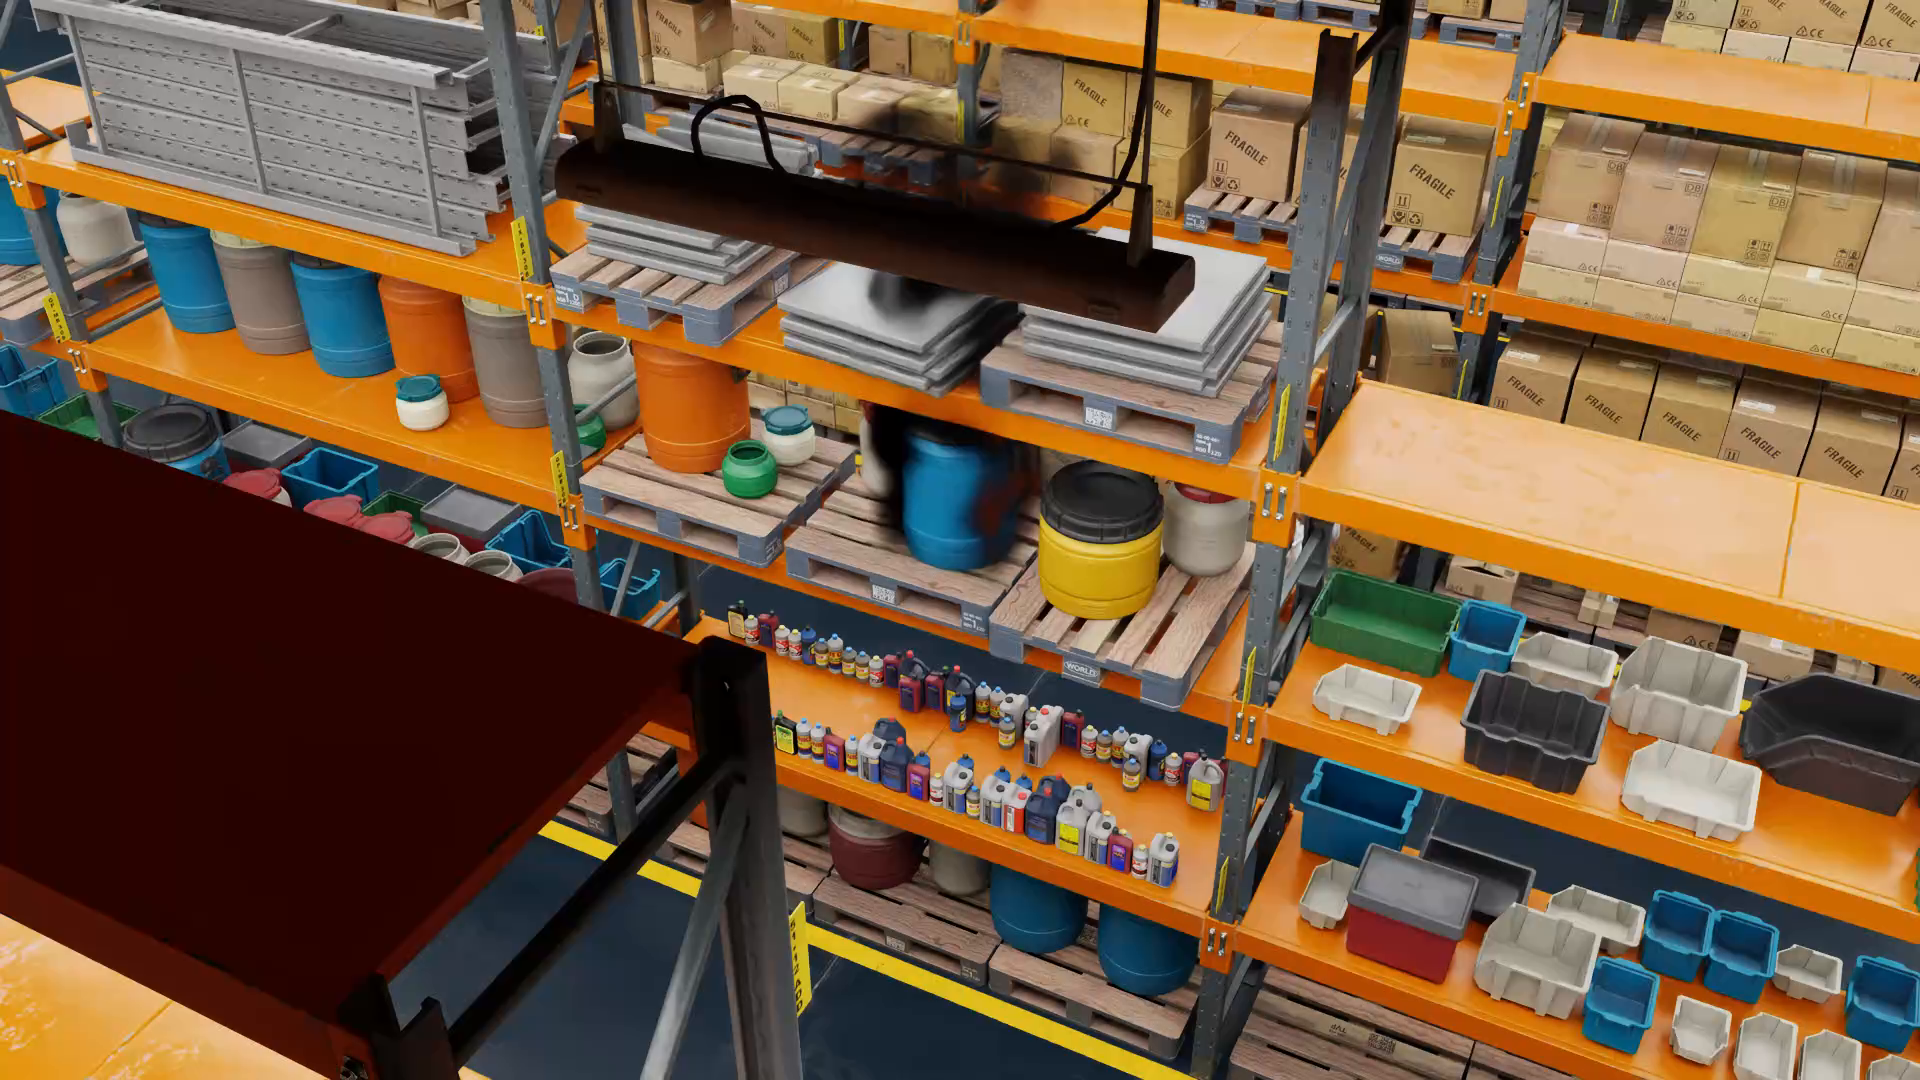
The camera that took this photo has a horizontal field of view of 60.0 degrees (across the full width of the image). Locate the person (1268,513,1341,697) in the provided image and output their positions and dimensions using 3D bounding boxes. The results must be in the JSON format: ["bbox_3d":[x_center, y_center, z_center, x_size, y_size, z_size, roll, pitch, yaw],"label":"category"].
[{"bbox_3d":[2.245,0.359,11.372,0.579,1.794,0.656,10,36,14],"label":"person"}]
